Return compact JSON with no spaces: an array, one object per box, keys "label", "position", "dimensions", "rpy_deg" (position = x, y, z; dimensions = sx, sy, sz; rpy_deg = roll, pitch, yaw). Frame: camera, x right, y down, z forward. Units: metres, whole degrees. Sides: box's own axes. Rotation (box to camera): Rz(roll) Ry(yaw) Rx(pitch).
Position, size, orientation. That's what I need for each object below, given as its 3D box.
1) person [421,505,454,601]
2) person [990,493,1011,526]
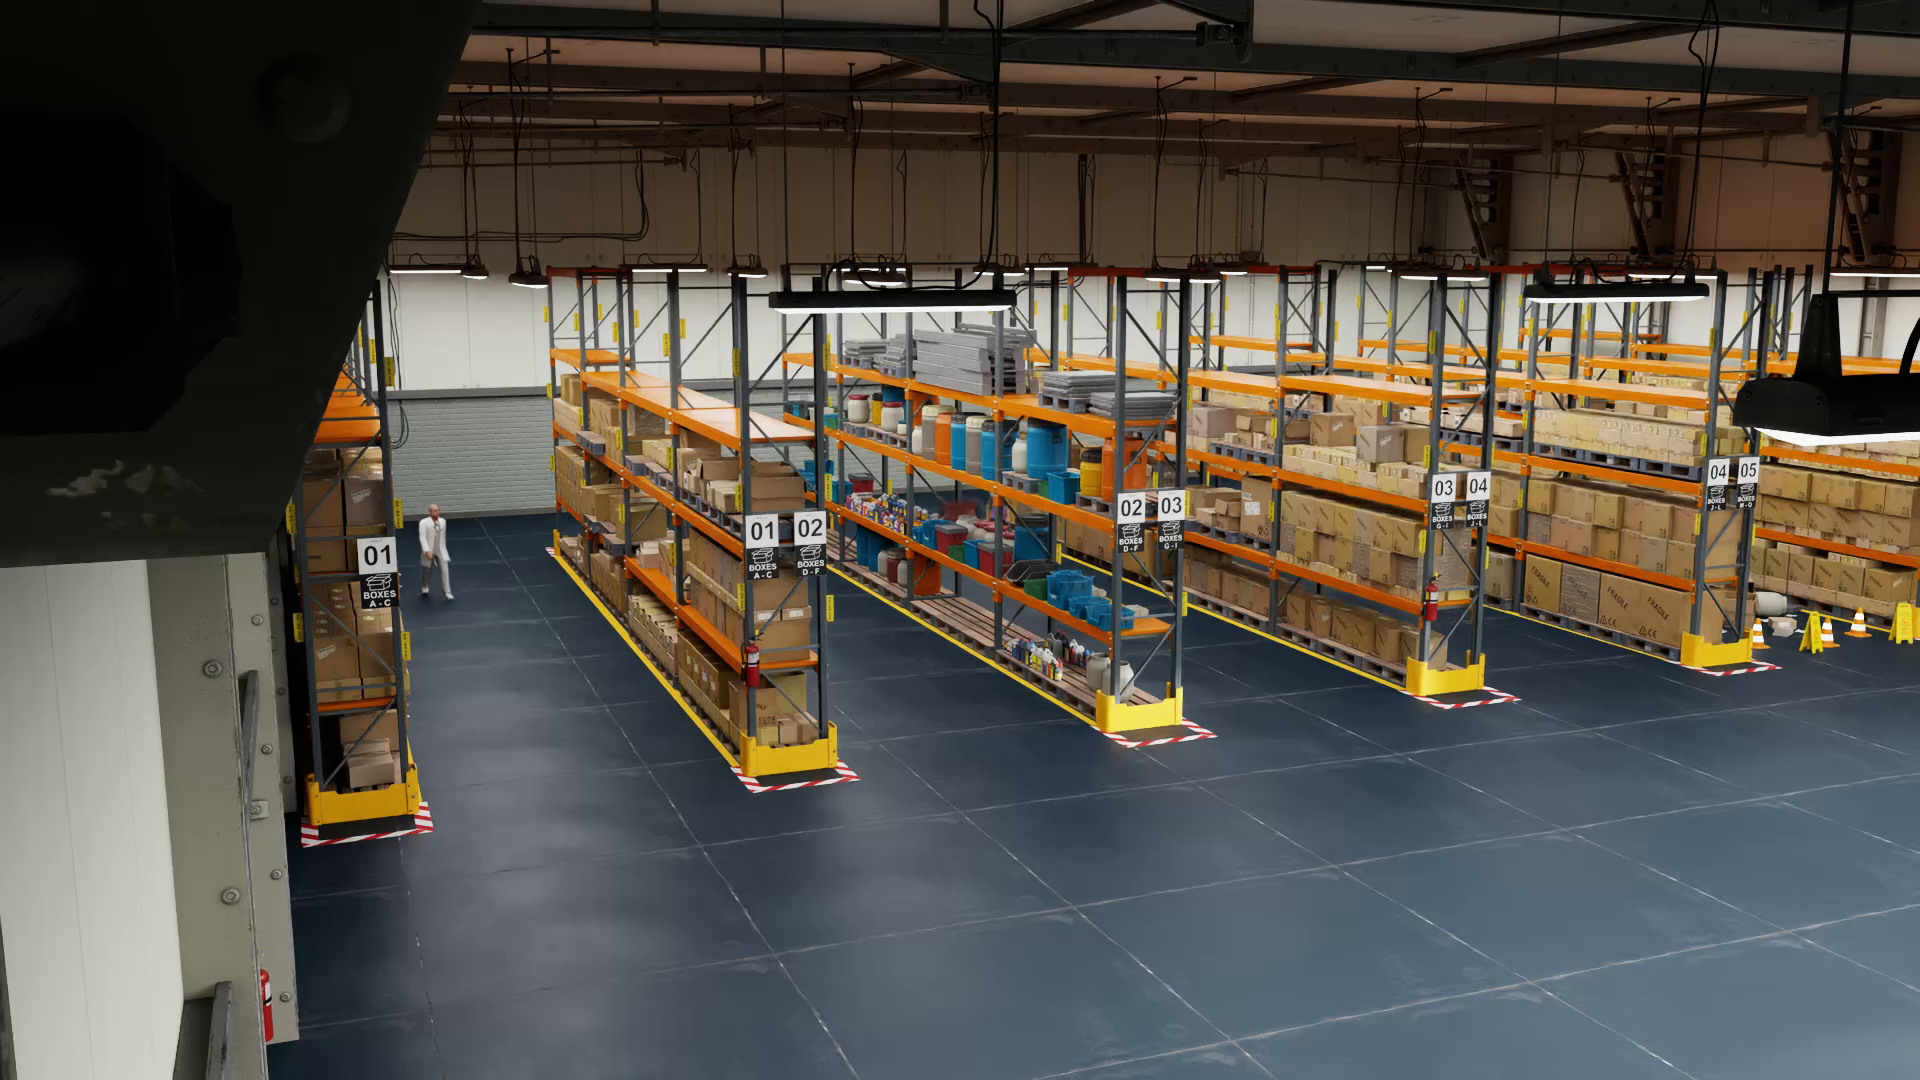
[{"label":"person","position":[-9.544,0.212,30.288],"dimensions":[0.527,1.739,1.060],"rpy_deg":[-6,12,-32]},{"label":"person","position":[0.831,-0.463,34.678],"dimensions":[0.400,1.554,0.874],"rpy_deg":[-4,11,-22]}]
